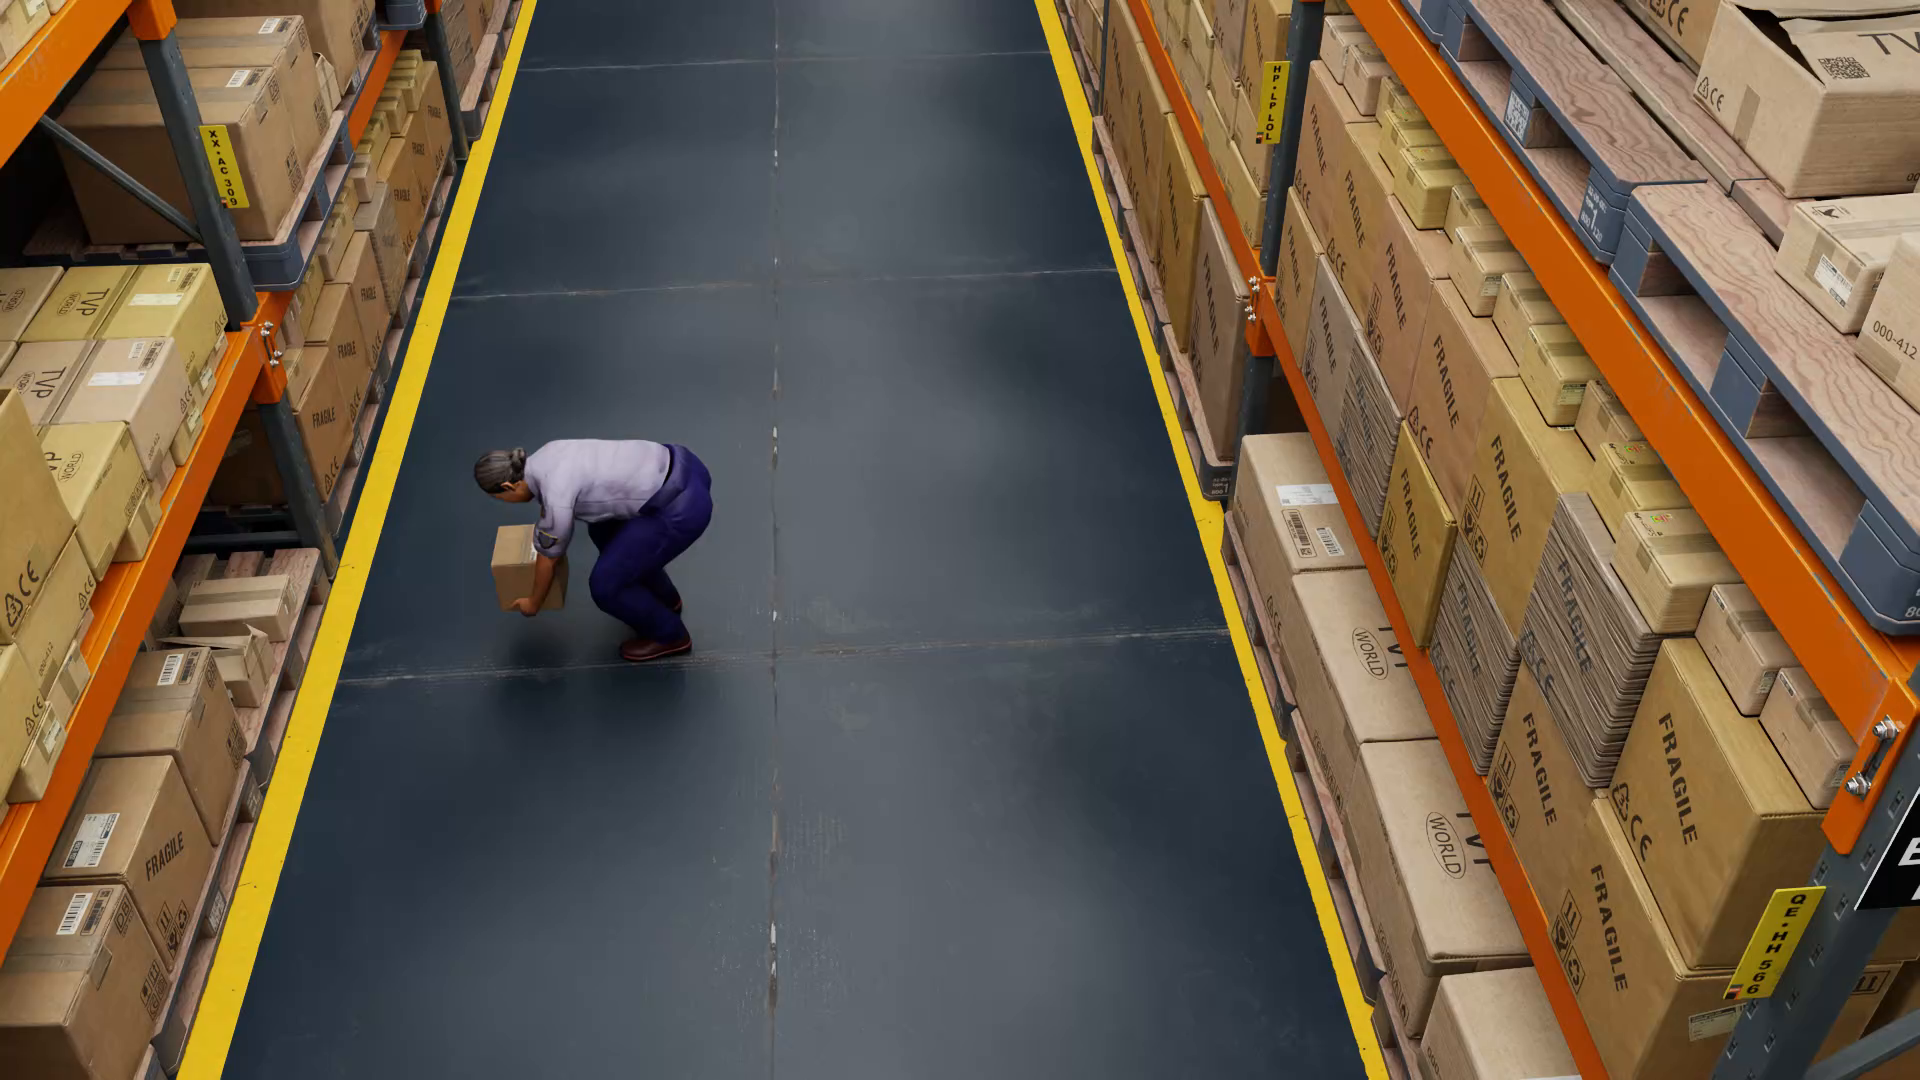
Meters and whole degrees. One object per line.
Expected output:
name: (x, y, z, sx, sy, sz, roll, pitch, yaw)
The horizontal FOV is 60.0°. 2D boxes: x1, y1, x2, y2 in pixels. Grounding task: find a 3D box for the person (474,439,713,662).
person: (-1.424, 0.007, 6.684, 0.892, 0.985, 0.510, -5, 40, -6)
